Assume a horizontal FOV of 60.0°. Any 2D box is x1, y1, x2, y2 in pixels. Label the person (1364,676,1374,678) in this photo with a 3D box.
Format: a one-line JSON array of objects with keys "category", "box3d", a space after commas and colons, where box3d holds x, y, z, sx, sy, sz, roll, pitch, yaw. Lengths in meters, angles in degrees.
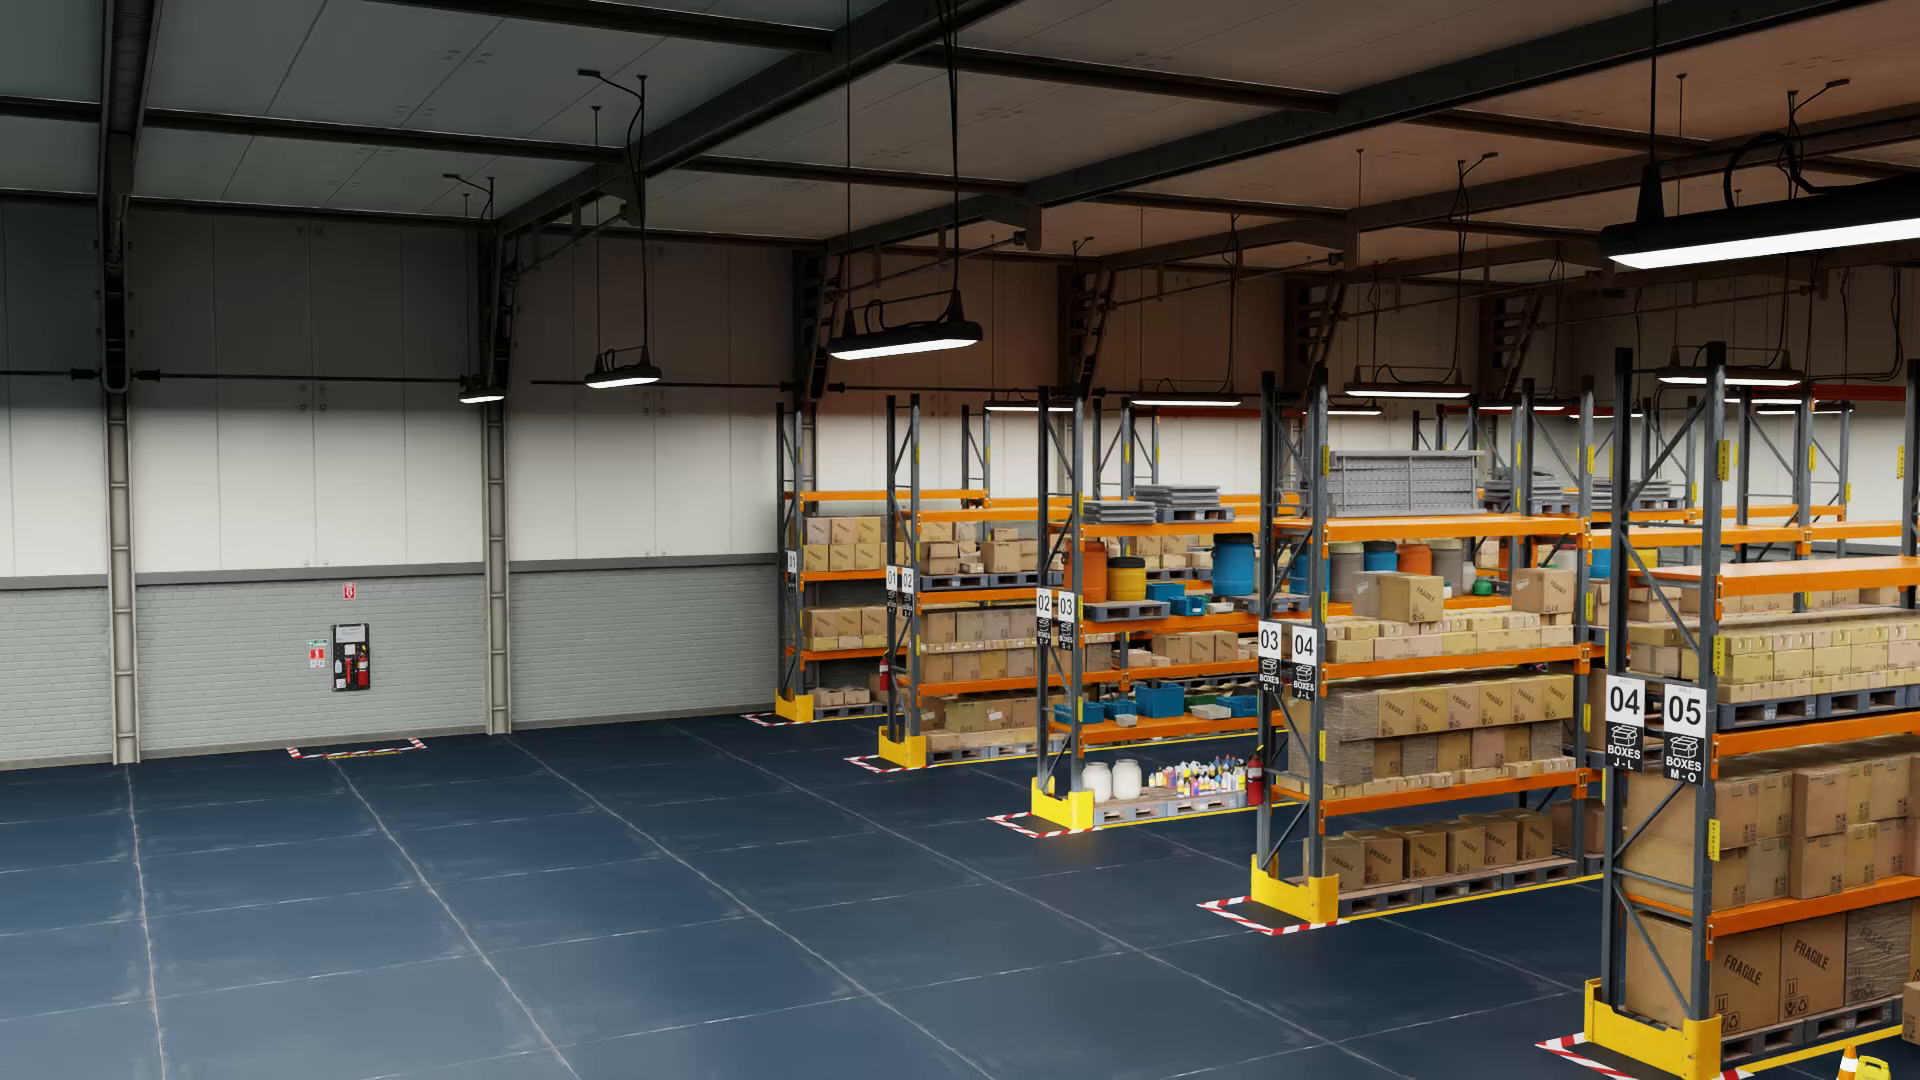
[{"category": "person", "box3d": [6.879, 2.752, 27.905, 0.678, 1.669, 0.753, -1, 3, -17]}]
